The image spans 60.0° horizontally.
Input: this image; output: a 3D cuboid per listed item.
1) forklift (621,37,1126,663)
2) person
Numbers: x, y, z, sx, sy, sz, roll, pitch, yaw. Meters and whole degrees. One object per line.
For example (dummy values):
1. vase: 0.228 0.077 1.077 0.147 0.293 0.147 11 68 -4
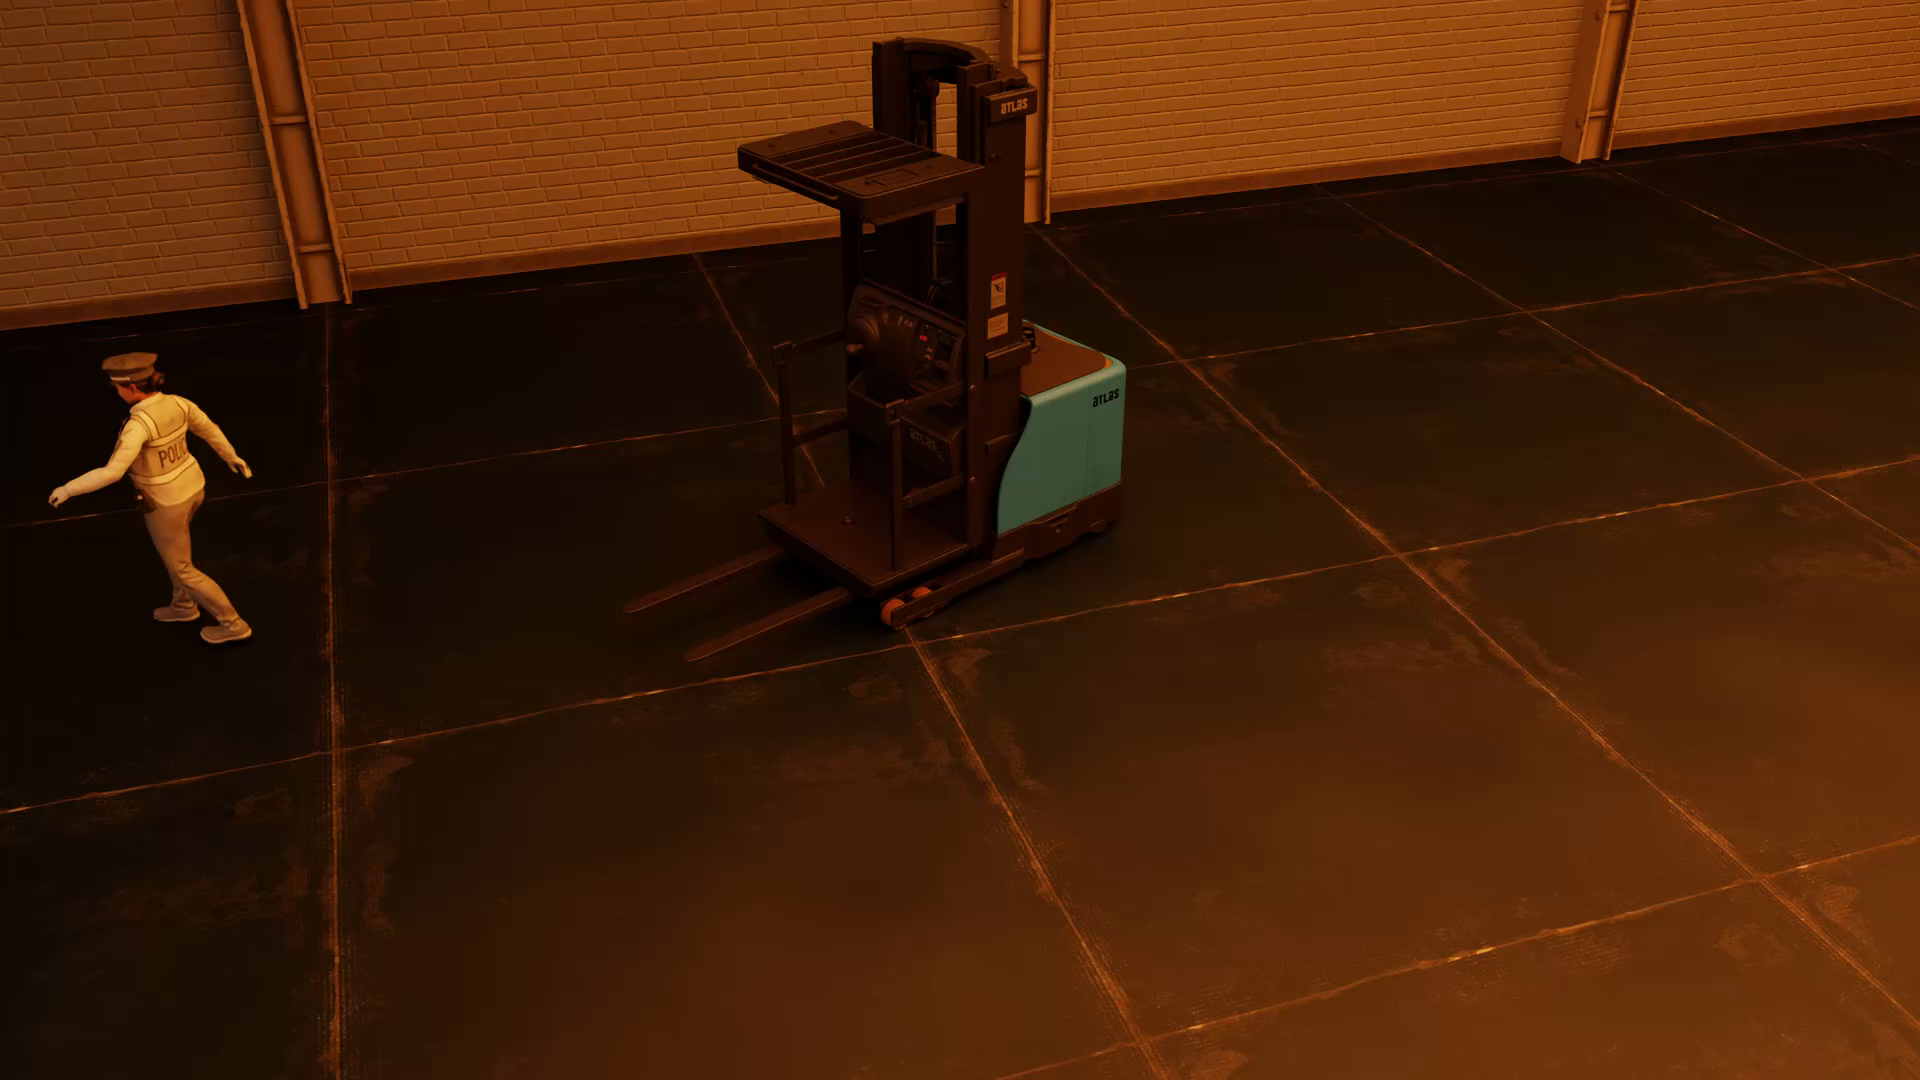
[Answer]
1. forklift: -0.461 -1.072 8.951 3.031 2.935 1.130 -23 37 -34
2. person: -4.536 -0.309 8.850 0.532 1.694 0.586 9 31 16
